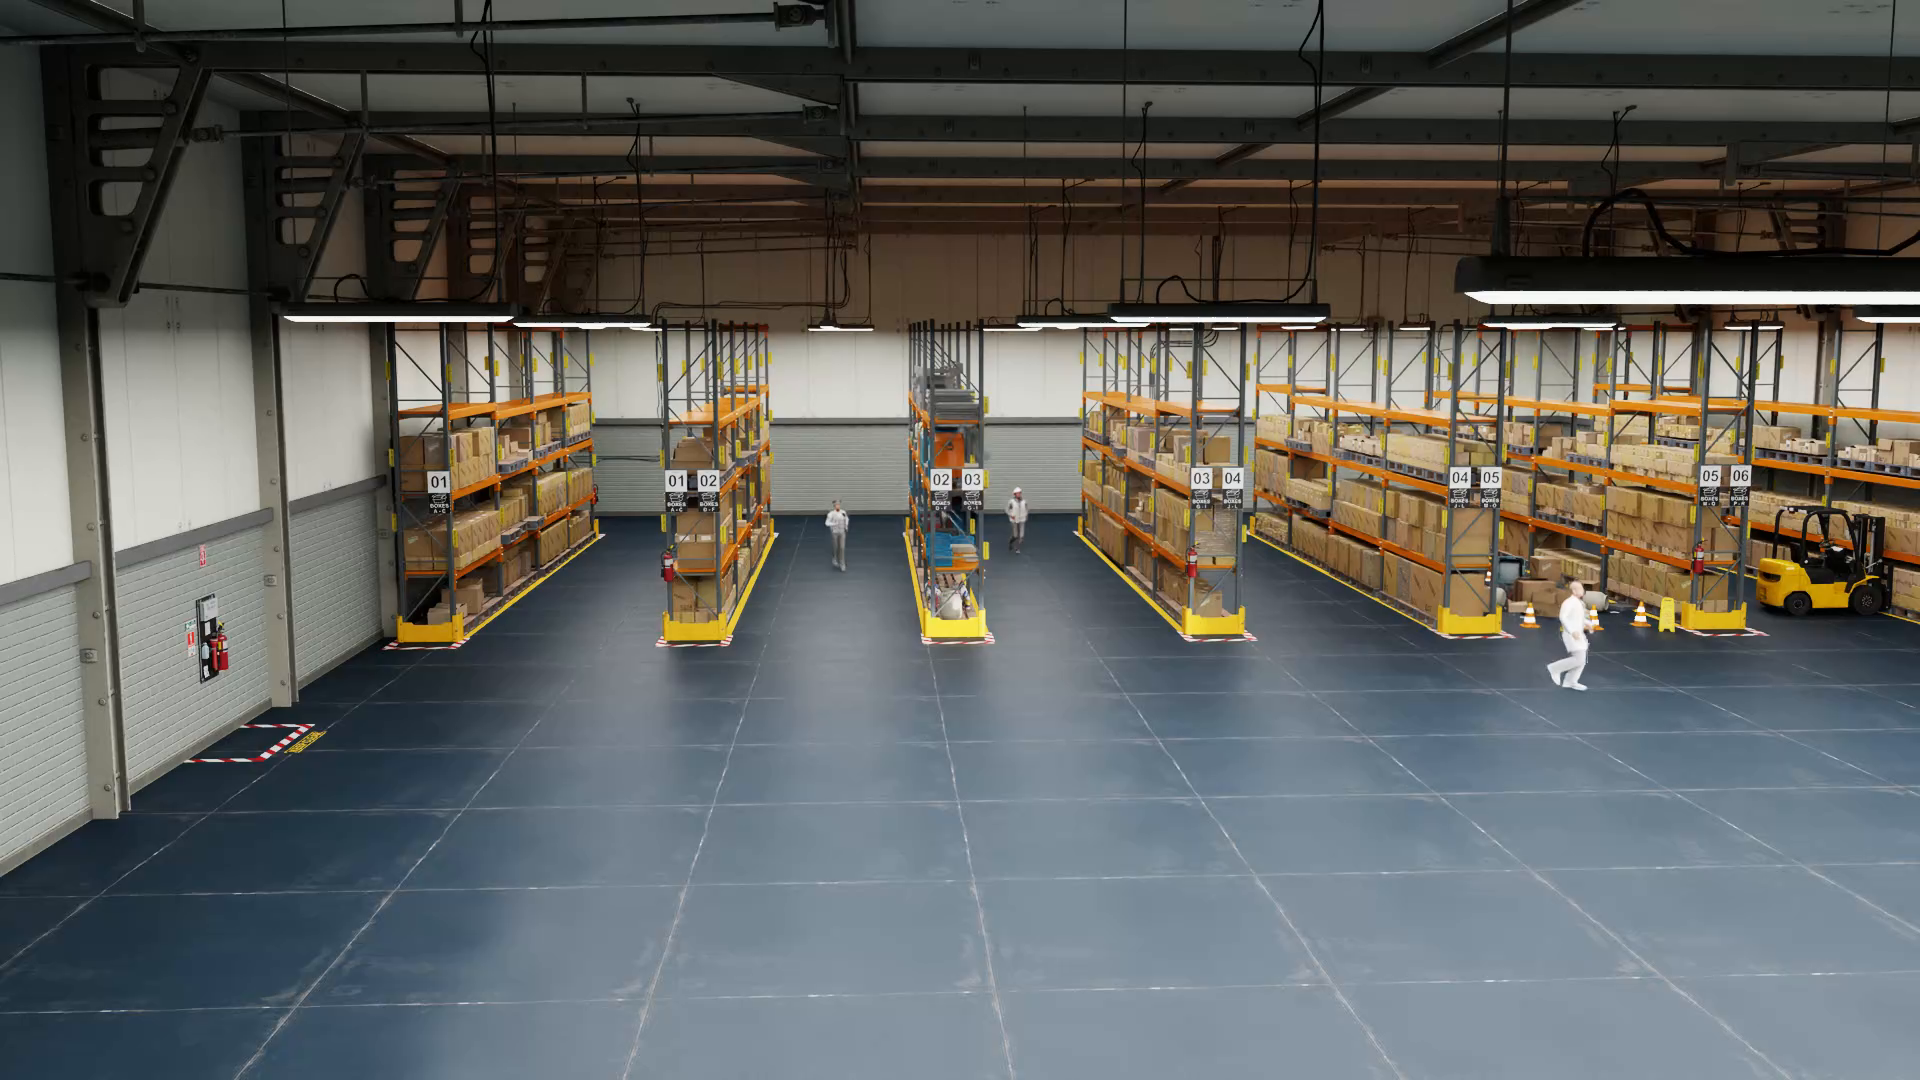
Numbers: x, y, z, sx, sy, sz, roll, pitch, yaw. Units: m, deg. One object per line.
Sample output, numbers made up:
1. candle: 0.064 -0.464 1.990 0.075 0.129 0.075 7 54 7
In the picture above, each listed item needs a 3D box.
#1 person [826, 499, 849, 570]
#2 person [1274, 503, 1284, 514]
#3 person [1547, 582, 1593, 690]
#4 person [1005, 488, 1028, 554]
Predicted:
1. person: -2.980 -0.153 40.643 0.612 1.698 0.919 -2 7 -15
2. person: 9.497 -1.250 49.301 0.735 1.736 0.930 -6 9 -39
3. person: 9.899 1.542 26.952 0.636 1.750 0.731 5 8 33
4. person: 1.499 -0.502 43.469 0.647 1.727 0.580 -2 7 -19
